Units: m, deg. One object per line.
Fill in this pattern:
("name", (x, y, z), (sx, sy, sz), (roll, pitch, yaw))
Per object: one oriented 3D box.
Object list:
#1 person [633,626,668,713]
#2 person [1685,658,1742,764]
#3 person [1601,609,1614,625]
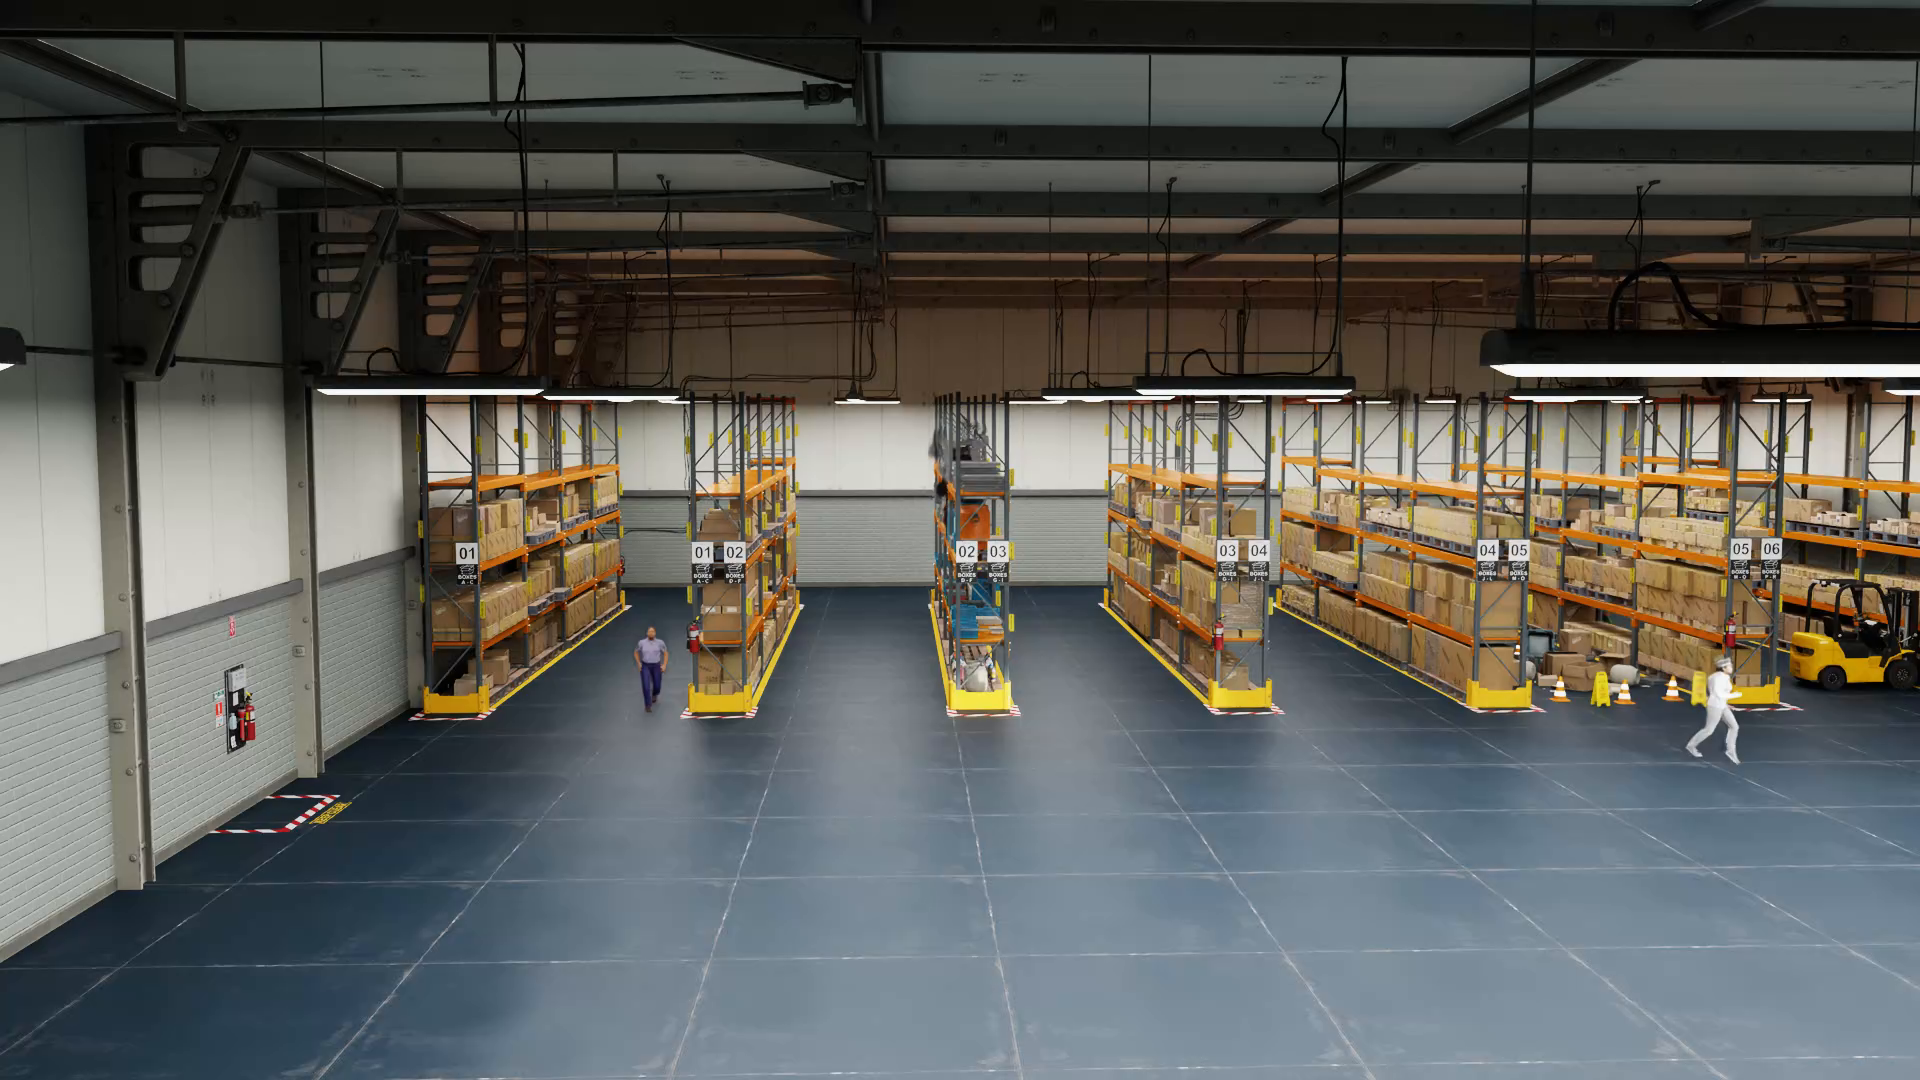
("person", (-5.838, 2.426, 31.408), (0.640, 1.588, 0.629), (-1, 5, -12))
("person", (12.183, 2.739, 26.857), (0.839, 1.731, 0.638), (3, 6, 34))
("person", (16.533, 1.393, 42.514), (0.662, 1.785, 0.982), (0, 5, -6))
